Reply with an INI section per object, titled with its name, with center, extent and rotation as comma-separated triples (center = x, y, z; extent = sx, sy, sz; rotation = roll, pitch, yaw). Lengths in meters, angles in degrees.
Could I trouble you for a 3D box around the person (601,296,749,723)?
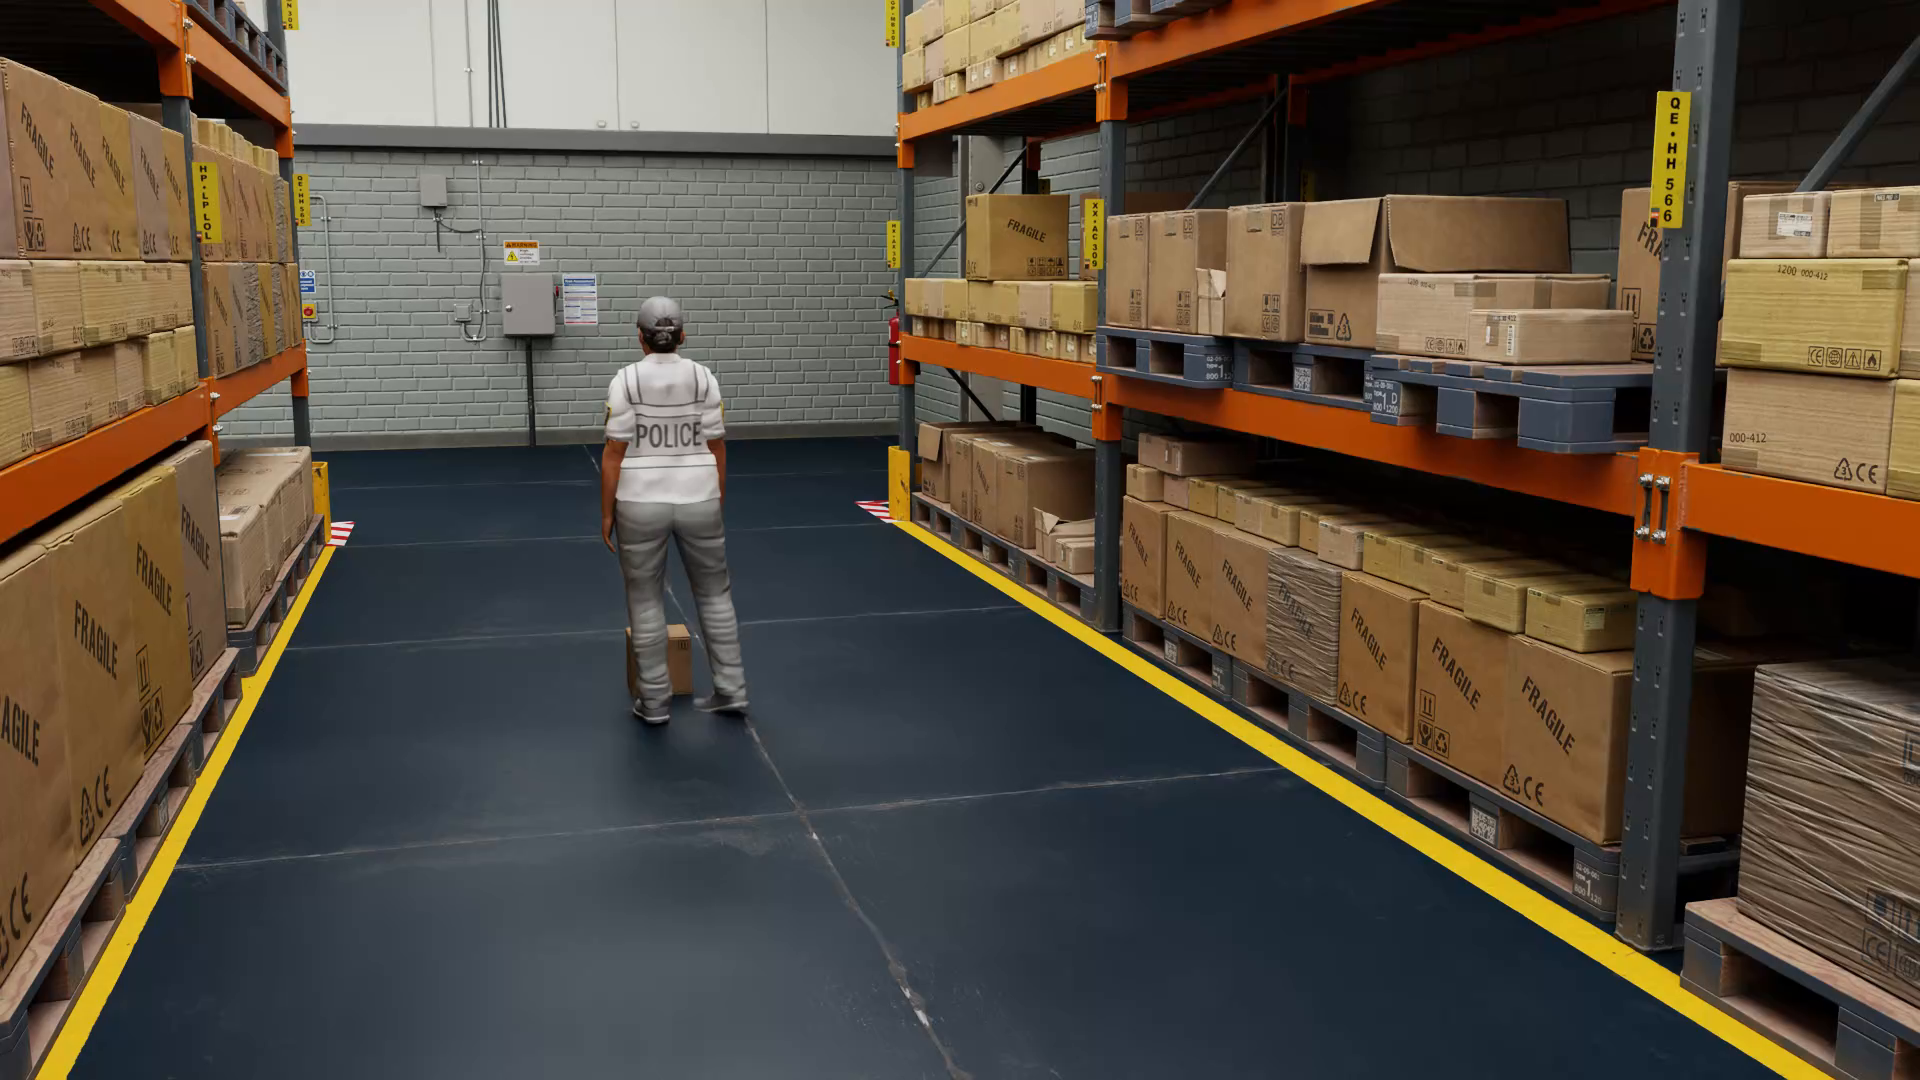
[person]
center = -1.127, -0.103, 6.521
extent = 0.558, 1.687, 0.384
rotation = -4, 10, -22
